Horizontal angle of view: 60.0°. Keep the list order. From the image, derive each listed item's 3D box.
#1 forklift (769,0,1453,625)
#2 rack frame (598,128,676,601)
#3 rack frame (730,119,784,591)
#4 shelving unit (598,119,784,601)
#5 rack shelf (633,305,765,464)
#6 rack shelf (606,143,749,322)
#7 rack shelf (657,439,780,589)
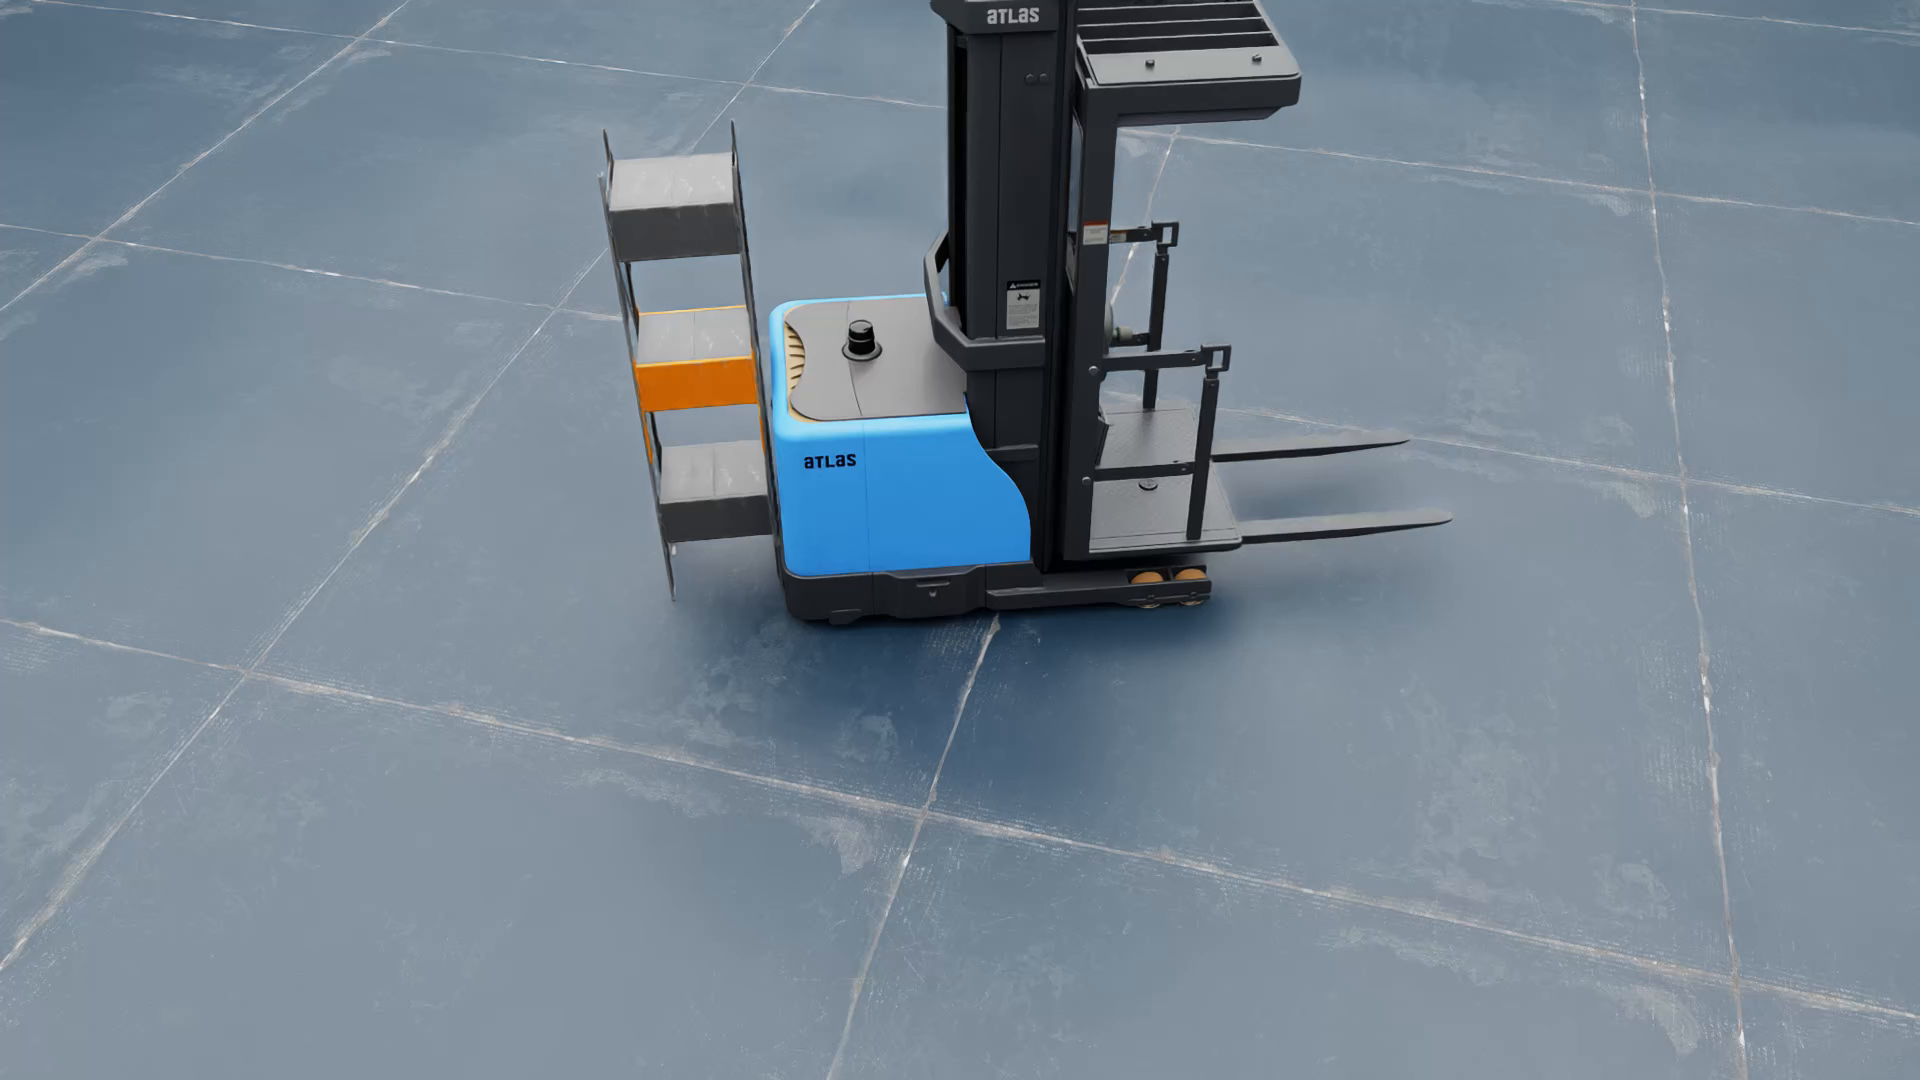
[{"bbox_3d":[0.696,-1.153,6.868,3.031,2.935,1.130,-4,40,-5],"label":"forklift"},{"bbox_3d":[-1.326,-0.657,6.924,0.015,2.100,0.400,-5,40,-5],"label":"rack frame"},{"bbox_3d":[-0.841,-0.700,6.962,0.015,2.100,0.400,-5,40,-5],"label":"rack frame"},{"bbox_3d":[-1.083,-0.679,6.943,0.503,2.100,0.431,-5,40,-5],"label":"shelving unit"},{"bbox_3d":[-1.083,-0.668,6.952,0.480,0.518,0.431,-5,40,-5],"label":"rack shelf"},{"bbox_3d":[-1.095,-1.203,6.500,0.480,0.518,0.431,-5,40,-5],"label":"rack shelf"},{"bbox_3d":[-1.071,-0.133,7.403,0.480,0.518,0.431,-5,40,-5],"label":"rack shelf"}]
